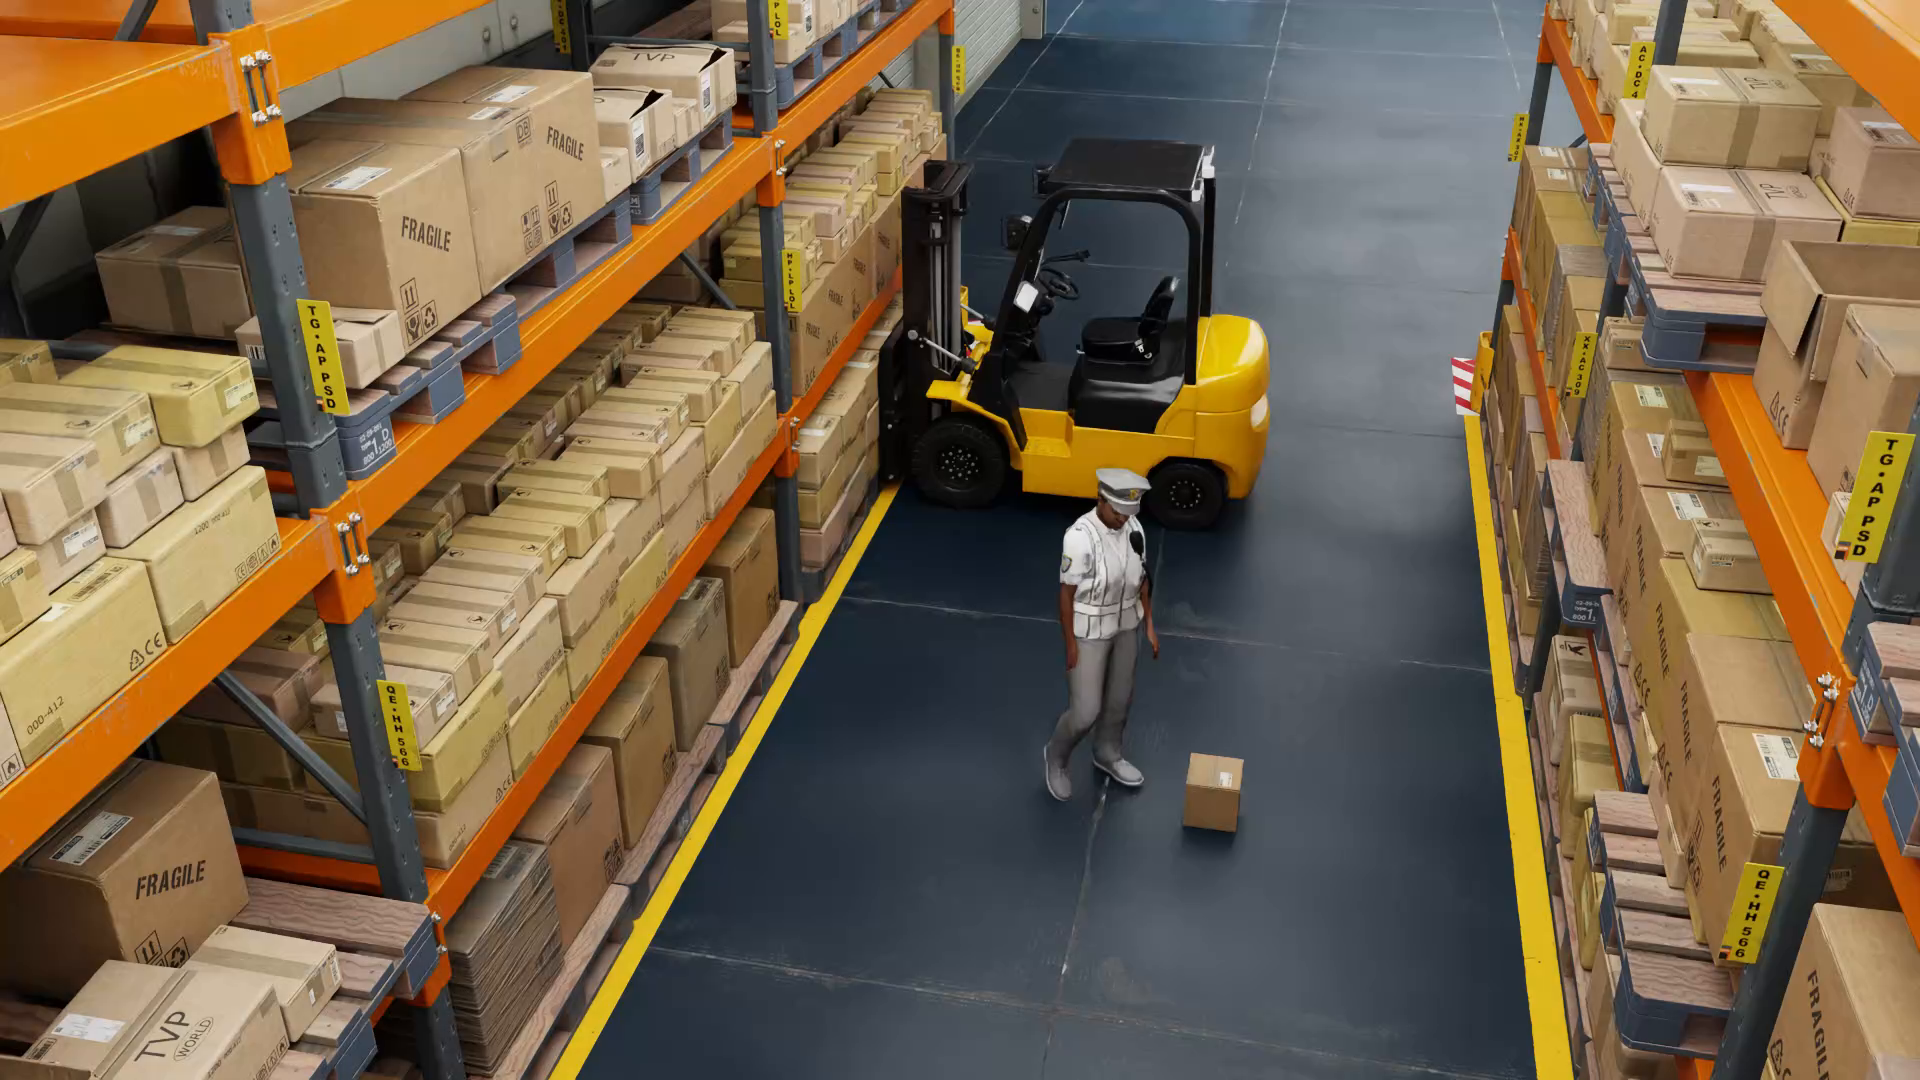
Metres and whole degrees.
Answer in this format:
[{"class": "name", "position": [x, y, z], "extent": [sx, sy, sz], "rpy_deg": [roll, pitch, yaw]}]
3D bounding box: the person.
[{"class": "person", "position": [0.663, 0.456, 7.777], "extent": [0.520, 1.686, 0.384], "rpy_deg": [-19, 34, -31]}]
